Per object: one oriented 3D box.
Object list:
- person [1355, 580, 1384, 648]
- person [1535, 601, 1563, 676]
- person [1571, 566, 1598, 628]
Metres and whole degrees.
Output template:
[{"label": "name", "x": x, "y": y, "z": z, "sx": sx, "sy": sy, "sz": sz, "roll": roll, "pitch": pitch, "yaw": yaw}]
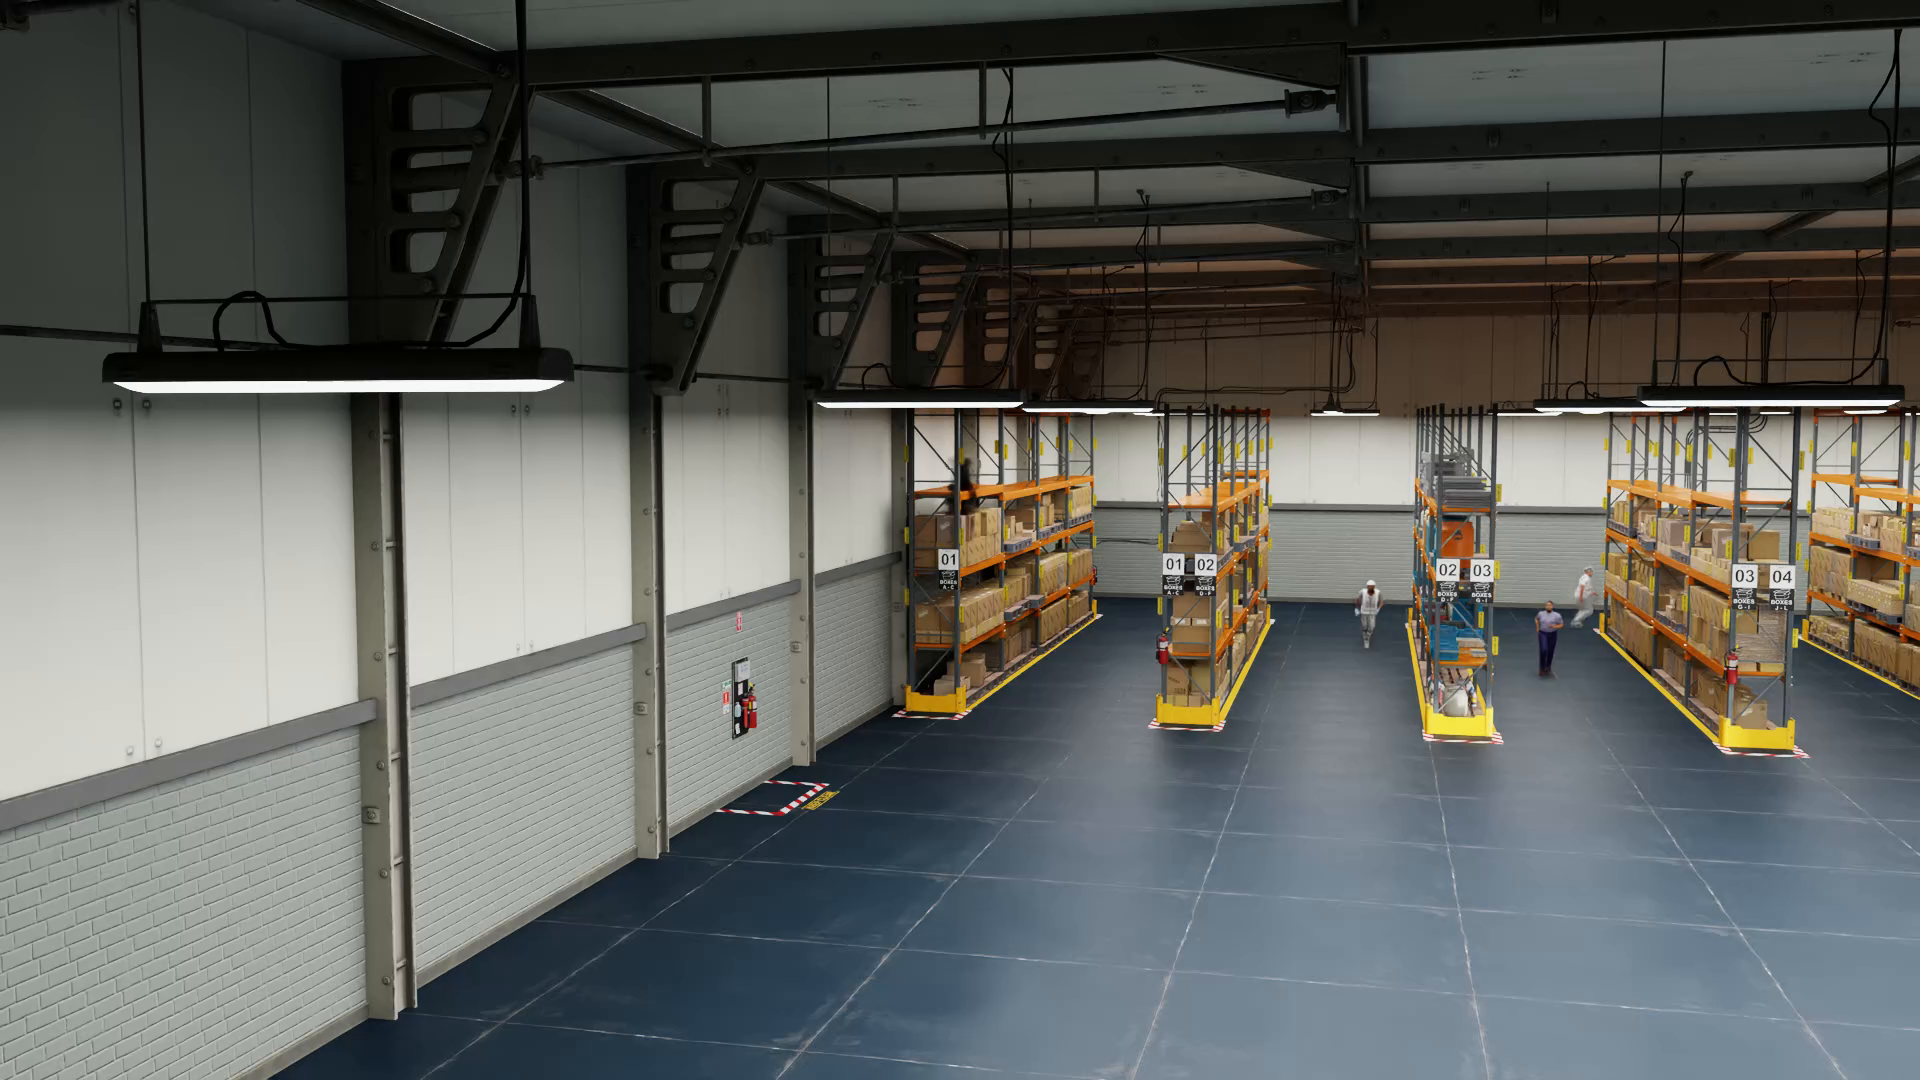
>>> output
[{"label": "person", "x": 10.250, "y": 1.842, "z": 41.650, "sx": 0.674, "sy": 1.707, "sz": 0.701, "roll": 0, "pitch": 4, "yaw": 3}, {"label": "person", "x": 13.178, "y": 2.214, "z": 37.208, "sx": 0.572, "sy": 1.677, "sz": 0.695, "roll": 1, "pitch": 4, "yaw": 14}, {"label": "person", "x": 17.136, "y": 1.579, "z": 45.526, "sx": 0.723, "sy": 1.720, "sz": 0.634, "roll": 0, "pitch": 4, "yaw": 6}]
